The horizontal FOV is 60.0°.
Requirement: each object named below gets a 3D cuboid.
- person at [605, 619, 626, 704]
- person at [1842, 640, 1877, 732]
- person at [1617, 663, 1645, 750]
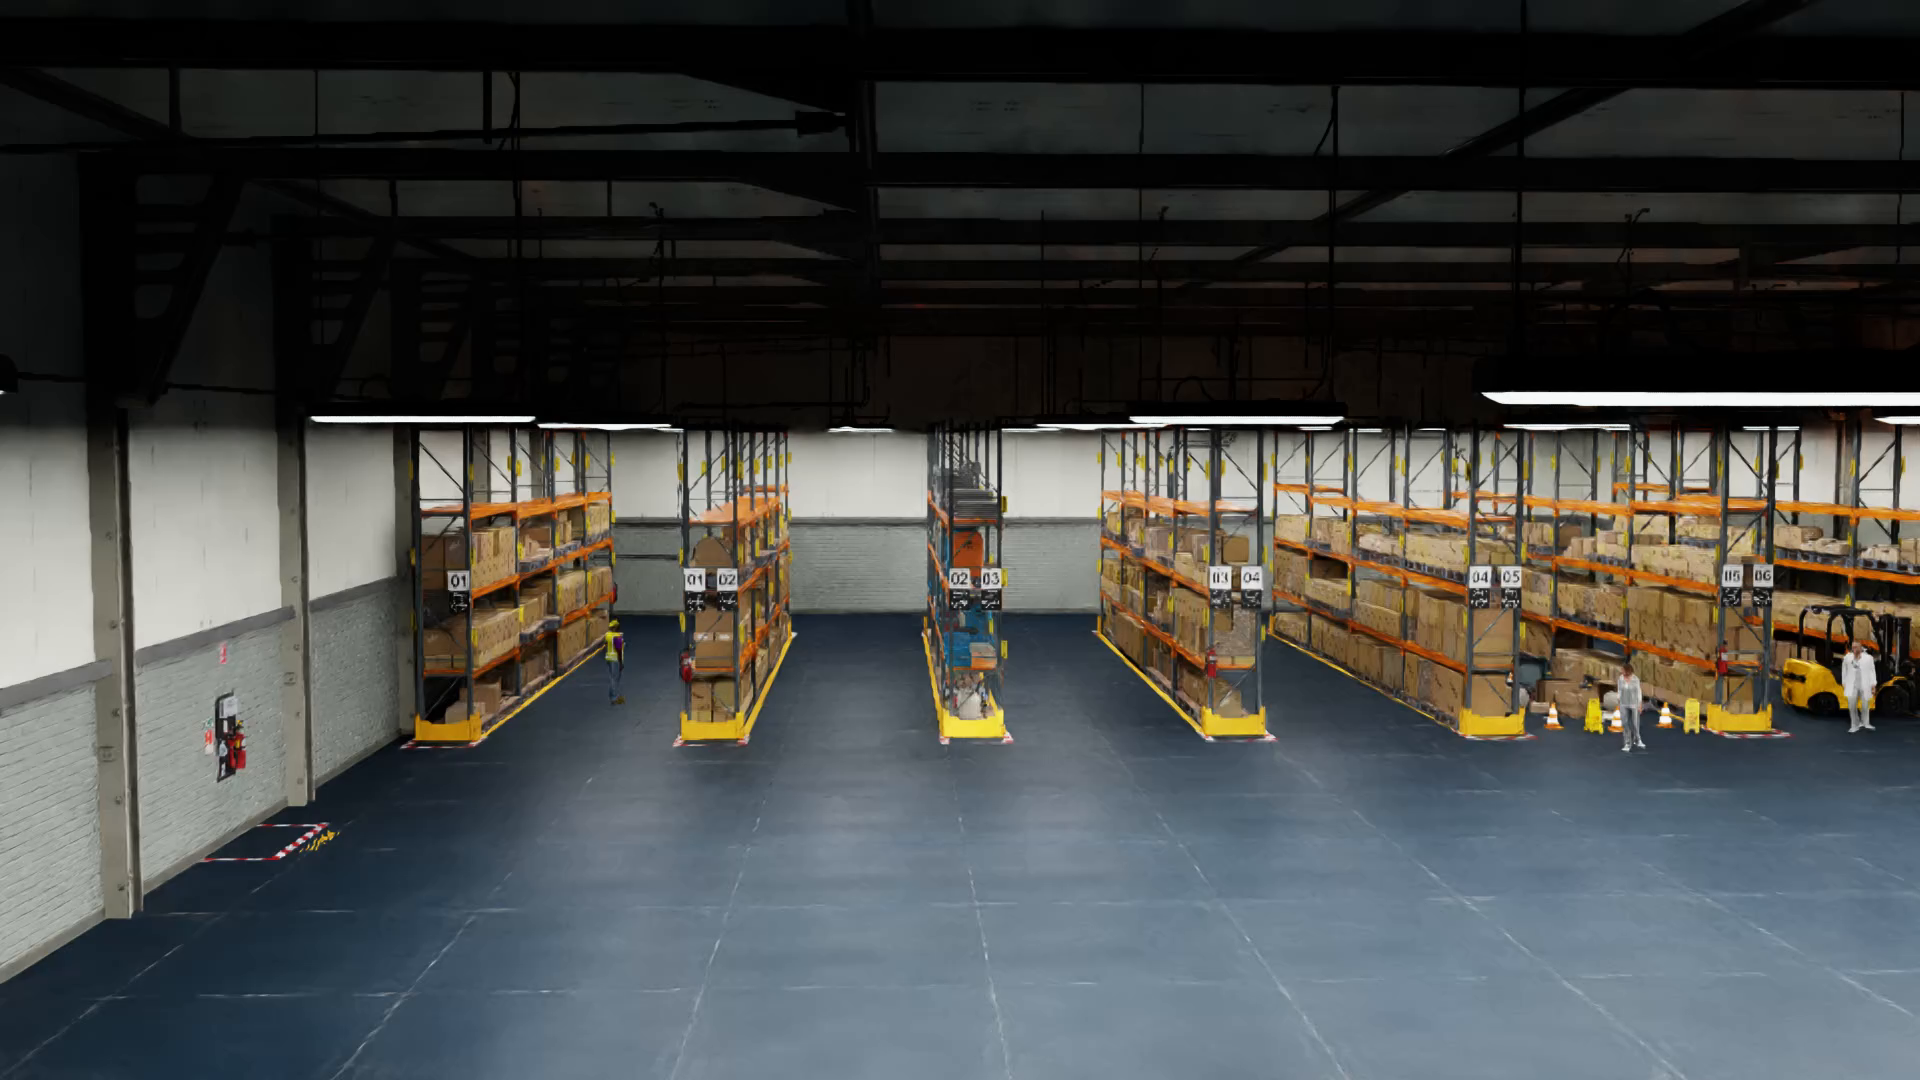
[{"bbox_3d":[-7.282,2.561,35.319,0.452,1.768,0.632,-2,4,-33],"label":"person"},{"bbox_3d":[17.302,2.846,32.004,0.606,1.663,0.630,2,4,33],"label":"person"},{"bbox_3d":[12.162,3.005,30.148,0.455,1.584,0.508,3,4,35],"label":"person"}]
